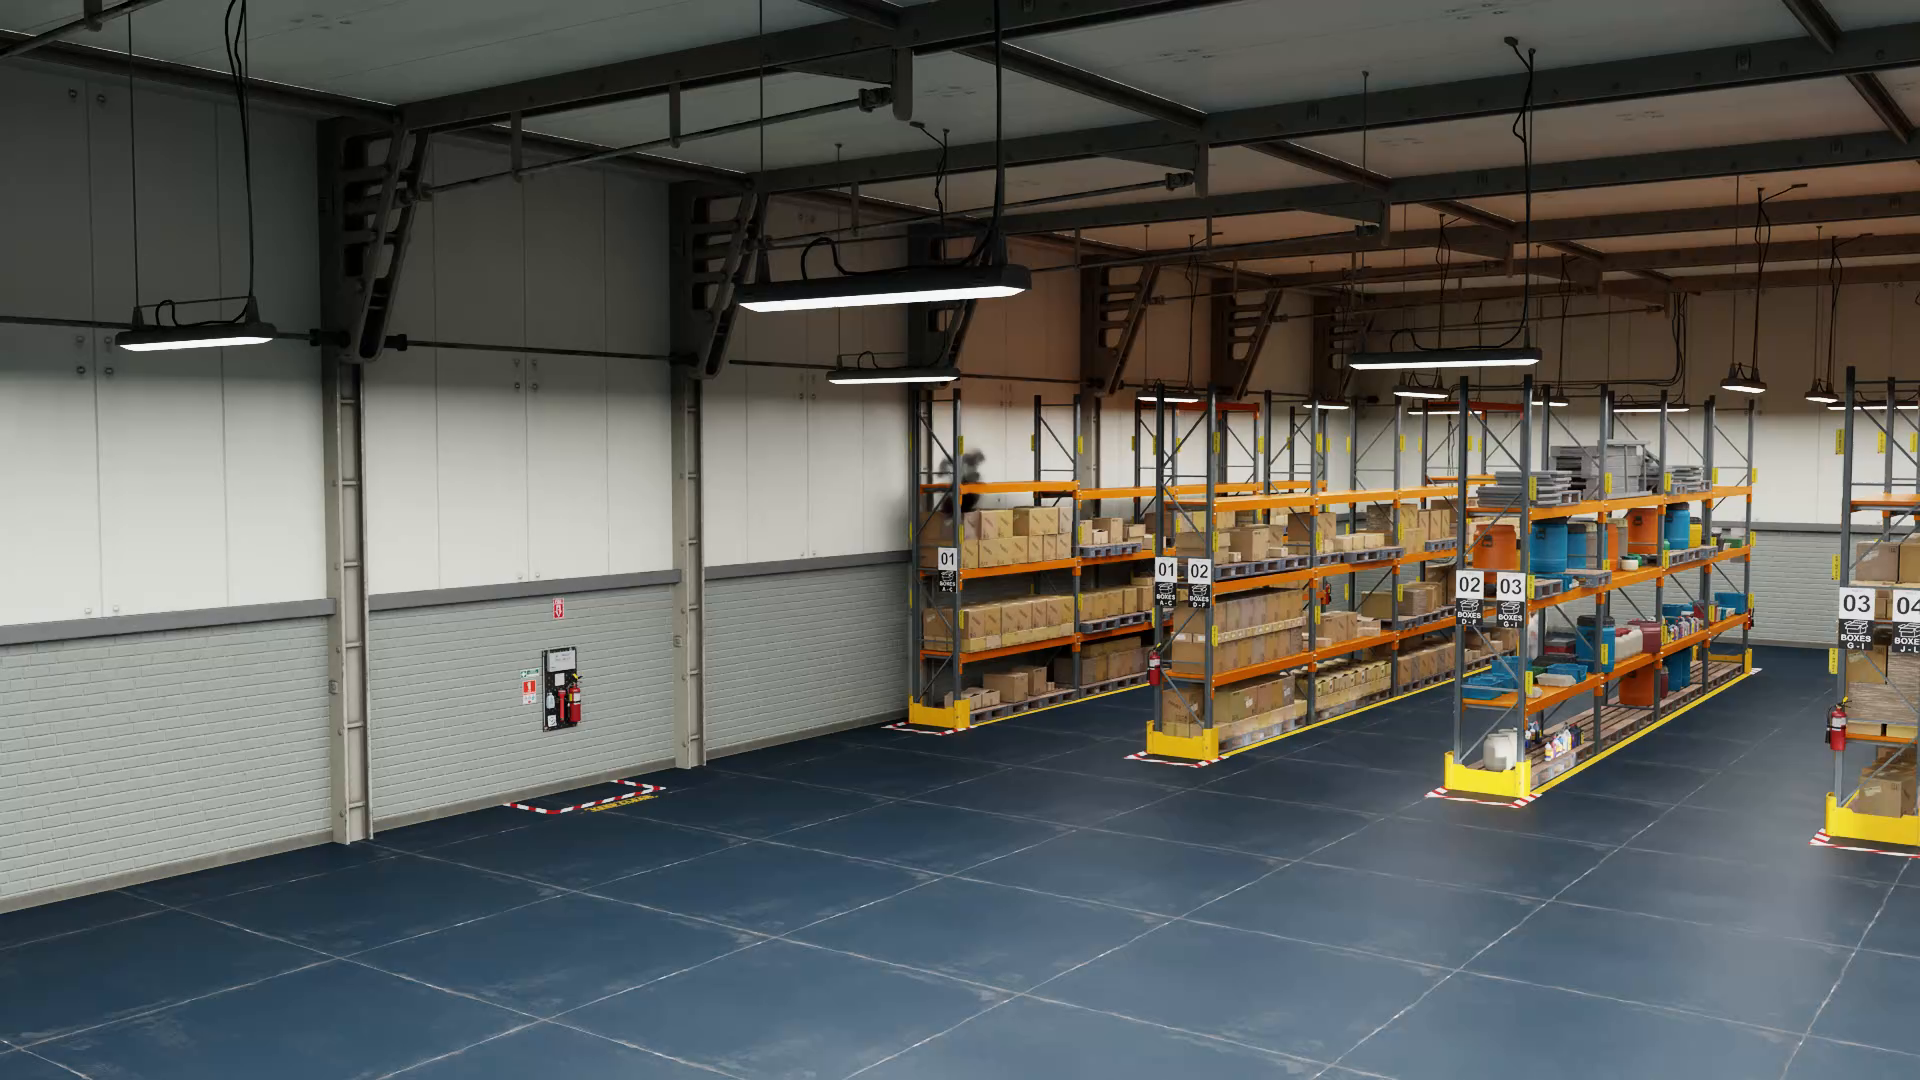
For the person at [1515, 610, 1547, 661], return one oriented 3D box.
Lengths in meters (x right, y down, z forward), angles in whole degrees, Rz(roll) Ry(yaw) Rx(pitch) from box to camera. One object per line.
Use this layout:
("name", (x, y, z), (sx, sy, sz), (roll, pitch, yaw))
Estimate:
("person", (11.825, 2.159, 34.505), (0.639, 1.794, 0.695), (1, 4, 22))
